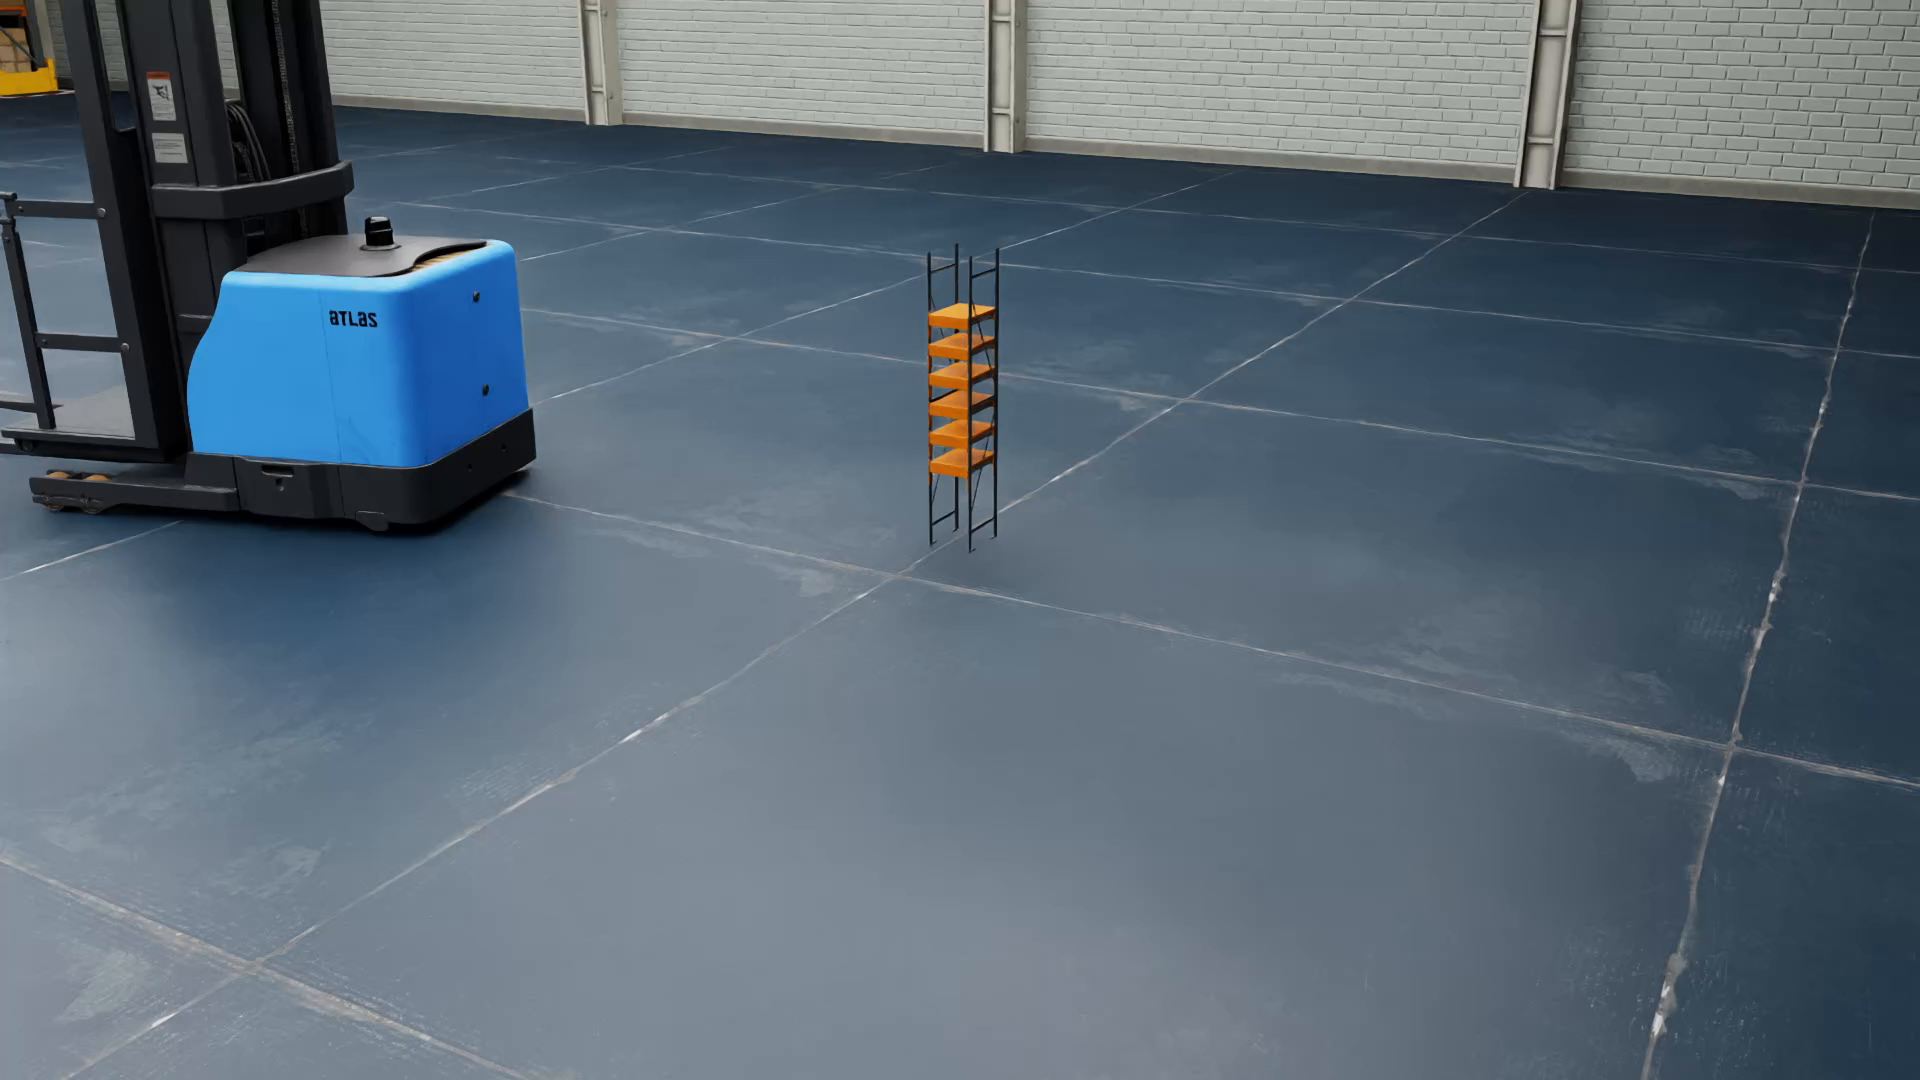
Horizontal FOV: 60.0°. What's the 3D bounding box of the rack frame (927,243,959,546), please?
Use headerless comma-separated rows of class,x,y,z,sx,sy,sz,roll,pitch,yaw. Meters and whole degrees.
rack frame,-0.067,-0.577,6.696,0.006,1.200,0.240,11,23,27

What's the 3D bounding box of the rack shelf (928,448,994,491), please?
rack shelf,0.013,-0.294,6.751,0.180,0.103,0.258,11,23,27

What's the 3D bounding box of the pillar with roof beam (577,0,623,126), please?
pillar with roof beam,-6.819,-8.474,17.030,0.400,9.000,9.100,11,23,27

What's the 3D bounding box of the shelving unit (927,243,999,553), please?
shelving unit,0.013,-0.562,6.654,0.189,1.200,0.258,11,23,27

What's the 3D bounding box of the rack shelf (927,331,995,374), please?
rack shelf,0.013,-0.745,6.587,0.180,0.103,0.258,11,23,27

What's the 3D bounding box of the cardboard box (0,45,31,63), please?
cardboard box,-15.336,-7.827,26.727,0.500,0.250,0.500,11,23,28

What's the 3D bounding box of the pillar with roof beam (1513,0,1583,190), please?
pillar with roof beam,3.658,-6.479,11.529,0.400,9.000,9.100,11,23,27

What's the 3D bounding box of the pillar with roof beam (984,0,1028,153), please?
pillar with roof beam,-1.580,-7.476,14.279,0.400,9.000,9.100,11,23,27

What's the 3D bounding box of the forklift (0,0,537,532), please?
forklift,-3.535,-1.659,7.142,3.031,2.935,1.130,5,20,12

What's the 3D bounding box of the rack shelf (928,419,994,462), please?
rack shelf,0.013,-0.407,6.710,0.180,0.103,0.258,11,23,27

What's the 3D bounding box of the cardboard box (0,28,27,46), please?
cardboard box,-15.354,-8.058,26.631,0.500,0.250,0.500,10,22,26

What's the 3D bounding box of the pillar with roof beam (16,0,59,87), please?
pillar with roof beam,-17.295,-10.470,22.532,0.400,9.000,9.100,11,23,27

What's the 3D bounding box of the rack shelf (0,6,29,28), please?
rack shelf,-16.773,-8.541,27.068,4.000,0.370,1.077,11,23,27

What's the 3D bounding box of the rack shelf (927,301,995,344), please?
rack shelf,0.013,-0.858,6.546,0.180,0.103,0.258,11,23,27

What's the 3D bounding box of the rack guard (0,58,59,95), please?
rack guard,-15.006,-7.368,26.444,0.348,0.500,1.175,11,23,27

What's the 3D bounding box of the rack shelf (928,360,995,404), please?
rack shelf,0.013,-0.633,6.628,0.180,0.103,0.258,11,23,27

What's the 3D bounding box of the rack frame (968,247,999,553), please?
rack frame,0.093,-0.546,6.612,0.006,1.200,0.240,11,23,27

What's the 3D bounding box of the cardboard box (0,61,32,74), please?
cardboard box,-15.360,-7.592,26.812,0.500,0.250,0.500,11,23,28

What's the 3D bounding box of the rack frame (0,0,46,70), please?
rack frame,-15.027,-8.547,26.029,0.127,3.000,1.000,11,23,27

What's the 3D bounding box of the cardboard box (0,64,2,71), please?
cardboard box,-15.591,-7.436,26.382,0.500,0.250,0.500,11,23,28

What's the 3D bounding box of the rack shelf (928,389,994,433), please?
rack shelf,0.013,-0.520,6.669,0.180,0.103,0.258,11,23,27

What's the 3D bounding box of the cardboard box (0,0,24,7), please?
cardboard box,-15.324,-8.759,26.467,0.500,0.500,0.500,12,23,29
